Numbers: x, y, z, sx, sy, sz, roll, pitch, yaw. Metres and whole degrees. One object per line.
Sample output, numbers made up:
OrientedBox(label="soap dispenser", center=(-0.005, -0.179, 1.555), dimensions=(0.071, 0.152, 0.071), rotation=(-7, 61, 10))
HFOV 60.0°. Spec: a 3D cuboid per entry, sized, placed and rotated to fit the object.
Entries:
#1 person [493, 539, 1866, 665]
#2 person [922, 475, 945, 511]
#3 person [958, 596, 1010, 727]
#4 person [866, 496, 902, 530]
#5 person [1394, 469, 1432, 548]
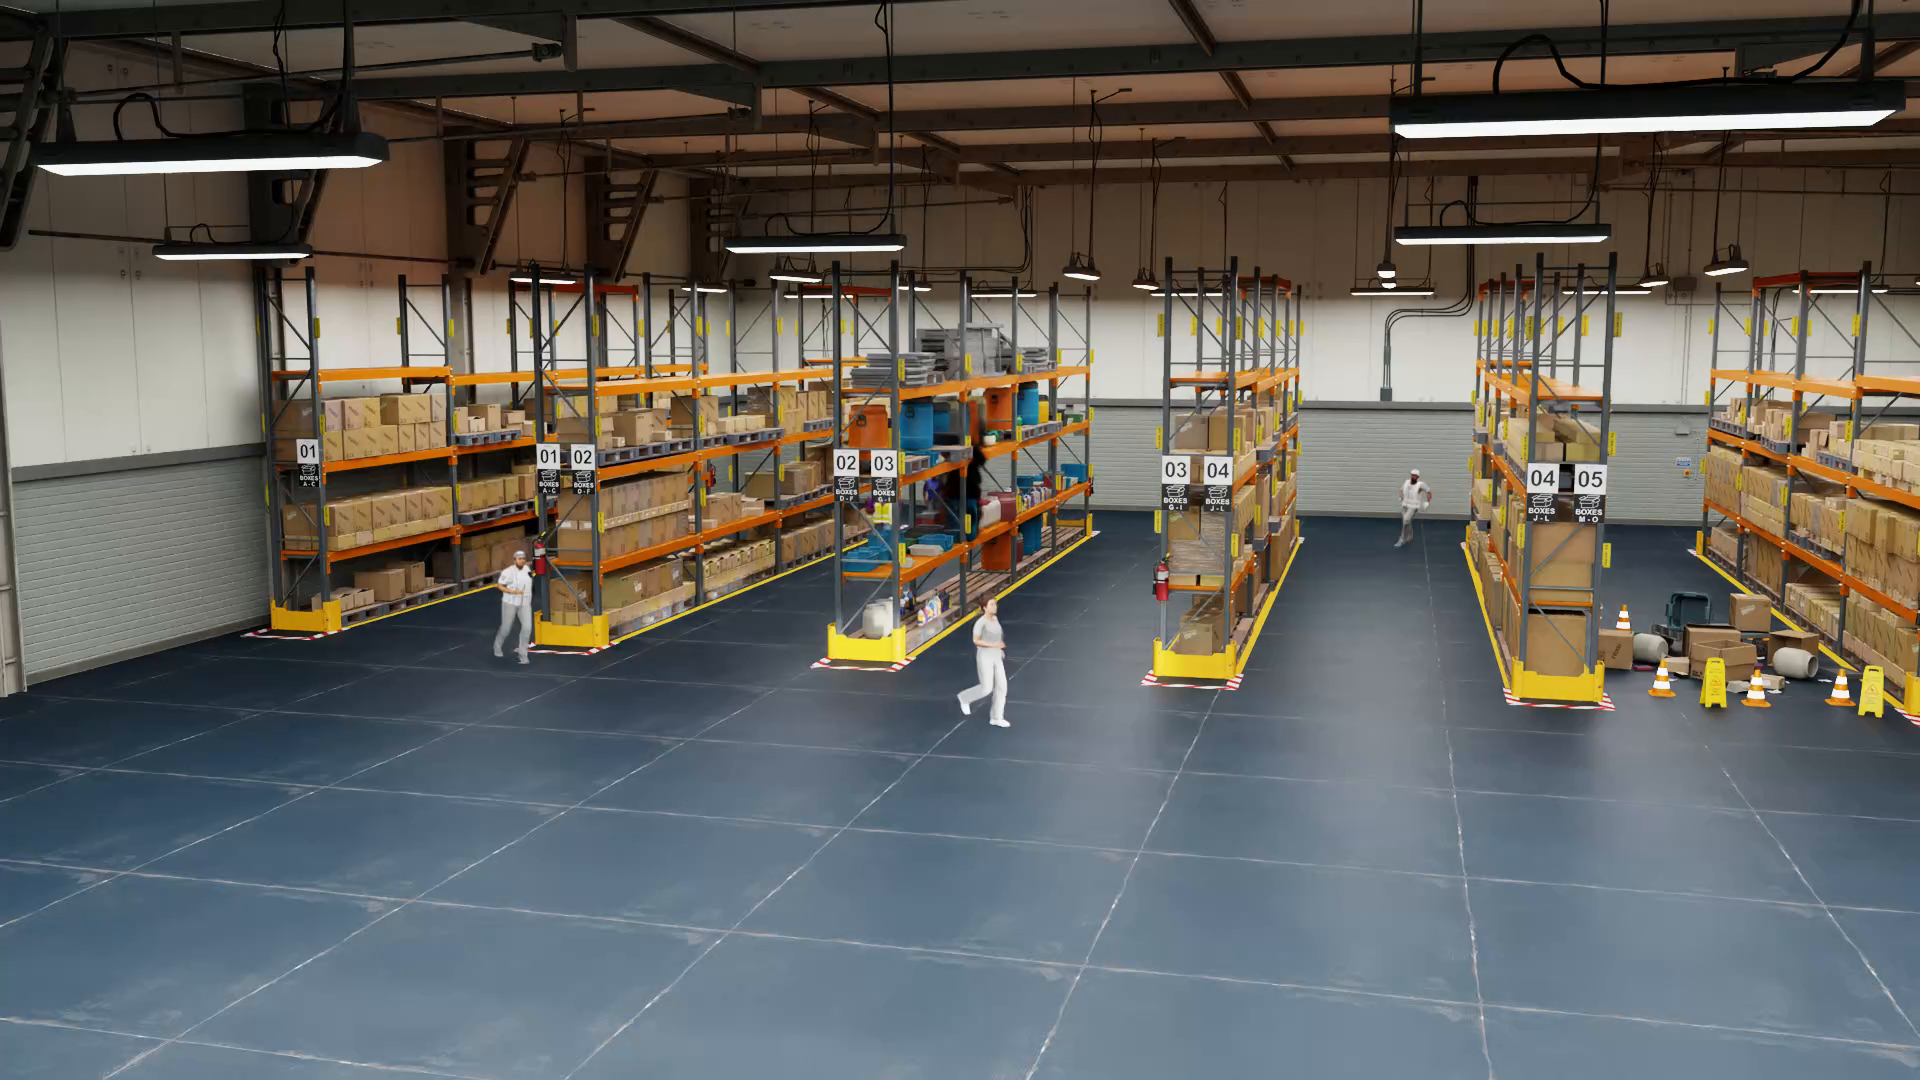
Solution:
OrientedBox(label="person", center=(3.388, 0.908, 24.871), dimensions=(15.924, 1.976, 14.046), rotation=(-6, 9, -39))
OrientedBox(label="person", center=(-0.633, -0.877, 40.131), dimensions=(0.561, 1.621, 0.756), rotation=(0, 7, 2))
OrientedBox(label="person", center=(0.331, 1.514, 21.087), dimensions=(0.794, 1.641, 0.577), rotation=(6, 9, 38))
OrientedBox(label="person", center=(-1.537, -0.311, 33.331), dimensions=(0.677, 1.794, 0.744), rotation=(1, 7, 8))
OrientedBox(label="person", center=(10.388, -0.734, 38.233), dimensions=(0.794, 1.805, 0.747), rotation=(-6, 9, -38))
